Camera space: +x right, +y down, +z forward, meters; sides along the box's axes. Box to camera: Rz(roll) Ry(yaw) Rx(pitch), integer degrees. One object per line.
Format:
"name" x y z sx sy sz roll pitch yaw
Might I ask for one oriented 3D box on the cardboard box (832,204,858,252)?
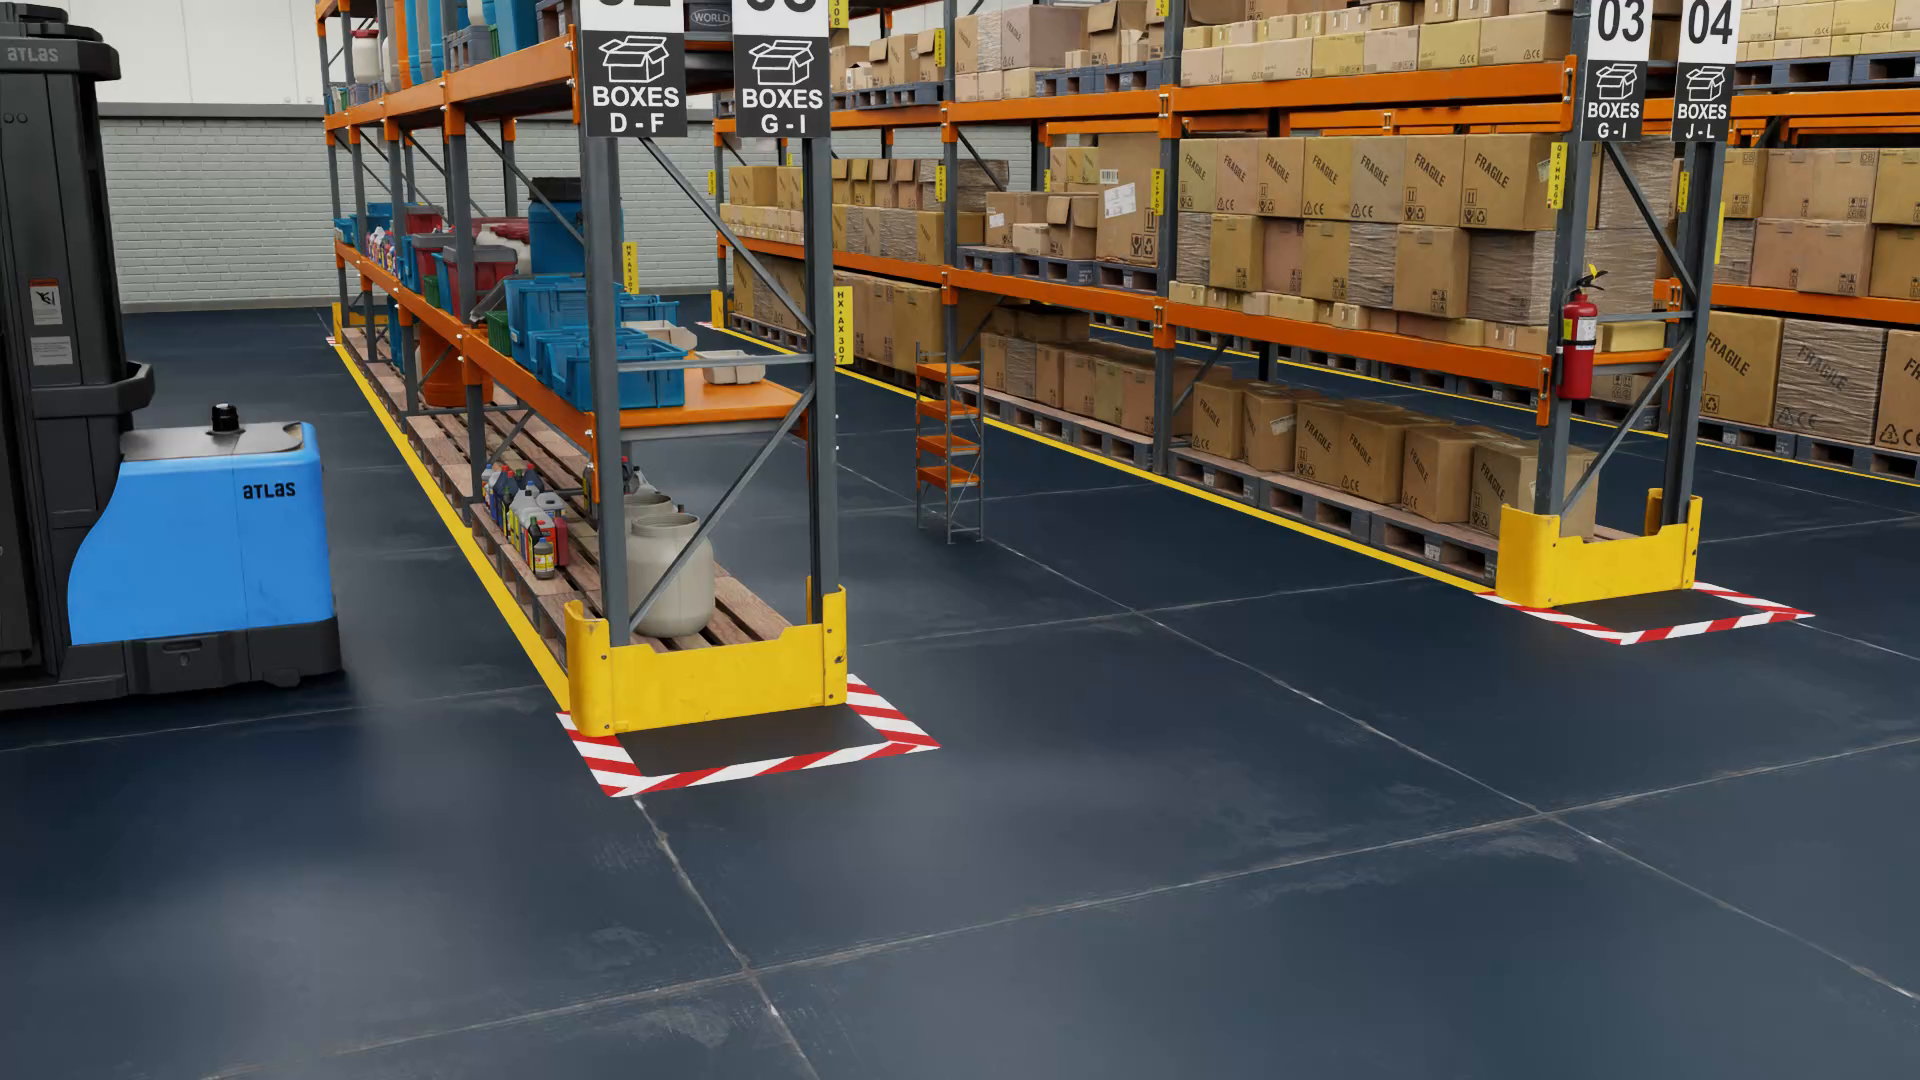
"cardboard box" -1.117 -3.474 18.507 0.500 0.500 0.500 -6 14 -23

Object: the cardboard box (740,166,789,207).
"cardboard box" -2.519 -4.577 21.504 0.500 0.500 0.500 -6 14 -24

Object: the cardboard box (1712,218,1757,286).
"cardboard box" 6.674 -2.419 13.838 0.875 0.550 0.550 -6 14 -23

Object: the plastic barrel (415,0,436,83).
"plastic barrel" -3.273 -3.473 10.959 0.600 0.901 0.600 0 13 0

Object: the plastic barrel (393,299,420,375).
"plastic barrel" -5.327 -2.122 16.607 0.600 0.901 0.708 -6 14 -23

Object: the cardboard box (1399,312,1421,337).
"cardboard box" 2.834 -1.293 9.860 0.380 0.149 0.250 -6 14 -23

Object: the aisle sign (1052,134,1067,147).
"aisle sign" 1.404 -6.155 24.546 0.394 0.787 0.004 -6 14 -23

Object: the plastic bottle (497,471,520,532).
"plastic bottle" -2.589 -0.227 9.599 0.144 0.351 0.185 -6 14 -25

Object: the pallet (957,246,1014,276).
"pallet" 0.711 -2.590 15.332 1.213 0.211 1.003 -6 14 -23

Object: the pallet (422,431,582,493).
"pallet" -3.451 -0.599 12.492 1.003 0.211 1.213 -6 14 -23

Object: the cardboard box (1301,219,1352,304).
"cardboard box" 2.677 -1.782 10.534 0.875 0.500 0.500 -6 14 -23

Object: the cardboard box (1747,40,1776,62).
"cardboard box" 6.455 -3.854 13.123 0.380 0.149 0.250 -6 14 -23

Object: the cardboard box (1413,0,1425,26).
"cardboard box" 2.821 -3.003 9.487 0.380 0.149 0.250 -5 14 -22

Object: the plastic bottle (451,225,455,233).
"plastic bottle" -5.071 -2.977 16.690 0.144 0.351 0.185 -6 14 -23

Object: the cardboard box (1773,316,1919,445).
"cardboard box" 7.068 -1.269 12.980 0.875 0.875 0.875 -6 14 -23

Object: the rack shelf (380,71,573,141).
"rack shelf" -3.409 -3.071 11.929 1.077 0.370 4.000 -6 14 -23

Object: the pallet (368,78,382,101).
"pallet" -4.952 -4.182 15.552 1.003 0.211 1.213 -6 14 -23

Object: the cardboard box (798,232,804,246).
"cardboard box" -1.697 -3.558 19.648 0.380 0.149 0.250 -6 14 -23

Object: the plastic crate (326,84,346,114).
"plastic crate" -7.055 -5.117 19.311 0.504 0.338 0.767 -6 14 -23

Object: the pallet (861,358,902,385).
"pallet" -0.404 -1.883 18.040 1.003 0.211 1.213 -6 14 -23

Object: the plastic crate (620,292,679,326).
"plastic crate" -1.916 -1.270 9.536 0.499 0.251 0.616 -6 14 -23

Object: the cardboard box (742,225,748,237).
"cardboard box" -2.624 -4.036 21.712 0.380 0.149 0.250 -6 14 -24

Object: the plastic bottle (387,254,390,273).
"plastic bottle" -5.119 -2.515 15.026 0.097 0.201 0.097 0 13 0

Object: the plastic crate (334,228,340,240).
"plastic crate" -7.565 -3.772 20.468 0.250 0.136 0.298 -6 14 -23

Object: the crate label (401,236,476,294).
"crate label" -4.060 -2.161 12.975 0.502 0.435 0.616 -6 14 -23

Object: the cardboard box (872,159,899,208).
"cardboard box" -0.483 -3.783 17.618 0.797 0.503 0.637 -5 14 -21

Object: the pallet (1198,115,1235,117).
"pallet" 3.460 -5.307 20.411 1.213 0.211 1.003 -6 14 -23

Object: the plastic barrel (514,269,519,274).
"plastic barrel" -2.998 -1.767 11.658 0.301 0.262 0.301 0 13 0

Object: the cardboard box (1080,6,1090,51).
"cardboard box" 1.148 -4.290 14.269 0.500 0.500 0.500 -5 14 -22

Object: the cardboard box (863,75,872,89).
"cardboard box" -0.815 -4.869 17.730 0.380 0.149 0.250 -6 14 -25

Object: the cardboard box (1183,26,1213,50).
"cardboard box" 1.778 -3.482 11.557 0.380 0.149 0.250 -6 14 -25

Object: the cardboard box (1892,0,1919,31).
"cardboard box" 7.064 -3.769 11.869 0.500 0.250 0.500 -5 14 -22

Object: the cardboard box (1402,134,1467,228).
"cardboard box" 2.880 -2.043 9.444 0.500 0.500 0.500 -6 14 -23

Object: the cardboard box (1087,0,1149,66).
"cardboard box" 1.454 -4.011 13.236 0.797 0.503 0.637 -5 14 -21

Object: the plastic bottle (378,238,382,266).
"plastic bottle" -5.491 -2.741 15.847 0.097 0.271 0.097 0 13 0

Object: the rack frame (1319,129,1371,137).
"rack frame" 6.203 -5.369 26.913 1.000 3.000 0.127 -6 14 -23

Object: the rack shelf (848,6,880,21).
"rack shelf" -2.076 -6.438 20.710 1.077 0.370 4.000 -6 14 -23

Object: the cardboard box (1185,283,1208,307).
"cardboard box" 1.829 -1.747 11.825 0.380 0.149 0.250 -6 14 -23

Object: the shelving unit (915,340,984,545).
"shelving unit" -0.066 -0.619 10.382 0.258 1.200 0.503 -6 14 -23

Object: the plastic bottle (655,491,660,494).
"plastic bottle" -1.705 -0.142 9.405 0.097 0.271 0.097 0 13 0

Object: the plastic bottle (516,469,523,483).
"plastic bottle" -2.630 -0.278 9.966 0.061 0.283 0.133 -6 14 -23

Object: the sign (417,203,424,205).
"sign" -6.917 -4.159 21.324 0.100 0.325 0.005 -6 14 -23

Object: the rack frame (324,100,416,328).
"rack frame" -7.415 -4.026 21.113 1.000 3.000 0.127 -6 14 -23

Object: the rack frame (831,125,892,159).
"rack frame" -1.274 -3.647 19.475 1.000 3.000 0.127 -6 14 -23

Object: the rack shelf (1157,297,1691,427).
"rack shelf" 2.731 -1.231 10.630 1.077 0.370 4.000 -6 14 -23

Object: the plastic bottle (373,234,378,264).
"plastic bottle" -5.701 -2.845 16.269 0.061 0.283 0.133 -6 14 -23

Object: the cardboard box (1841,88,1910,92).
"cardboard box" 10.045 -4.915 18.072 0.797 0.503 0.637 -6 14 -23

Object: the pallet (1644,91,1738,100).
"pallet" 6.103 -3.974 14.662 0.805 0.209 1.217 -6 14 -25

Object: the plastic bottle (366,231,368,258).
"plastic bottle" -6.057 -3.029 17.062 0.061 0.283 0.133 -6 14 -23

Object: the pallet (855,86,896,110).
"pallet" -0.429 -4.549 17.139 1.003 0.211 1.213 -5 14 -20

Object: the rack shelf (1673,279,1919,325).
"rack shelf" 7.316 -1.658 12.475 1.077 0.370 4.000 -6 14 -23

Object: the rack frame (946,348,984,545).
"rack frame" 0.031 -0.568 10.165 0.240 1.200 0.015 -6 14 -23

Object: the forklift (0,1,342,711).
"forklift" -4.378 -0.745 7.090 3.031 2.935 1.130 -5 14 -21

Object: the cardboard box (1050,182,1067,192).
"cardboard box" 1.635 -4.976 24.338 0.500 0.500 0.500 -5 14 -20

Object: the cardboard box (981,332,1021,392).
"cardboard box" 0.615 -1.681 15.547 0.700 0.500 0.500 -6 15 -26

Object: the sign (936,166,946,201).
"sign" -0.179 -3.334 15.554 0.100 0.325 0.005 -6 14 -23
